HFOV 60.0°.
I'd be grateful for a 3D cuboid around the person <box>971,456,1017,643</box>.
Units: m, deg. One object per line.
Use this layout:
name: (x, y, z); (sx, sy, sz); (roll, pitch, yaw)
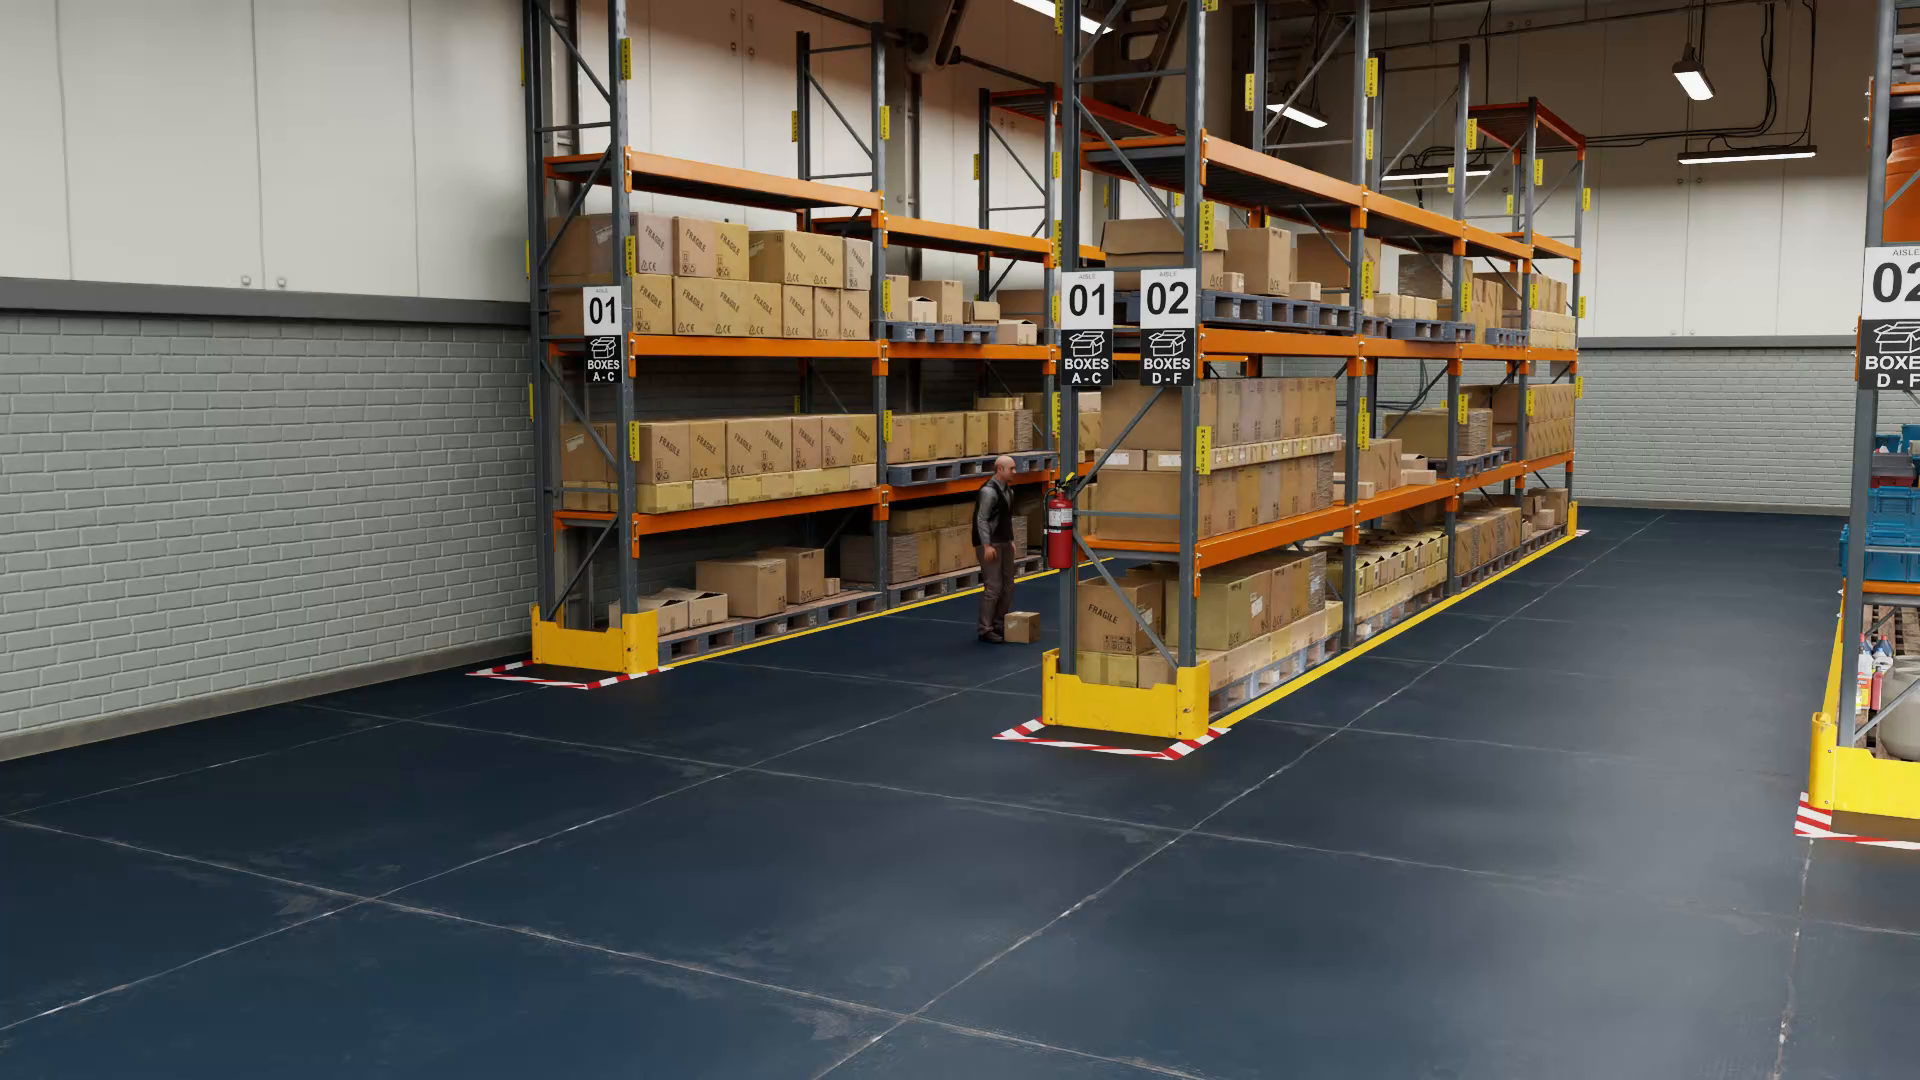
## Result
person: (0.328, 0.070, 15.563); (0.419, 1.721, 0.581); (3, 7, 29)
